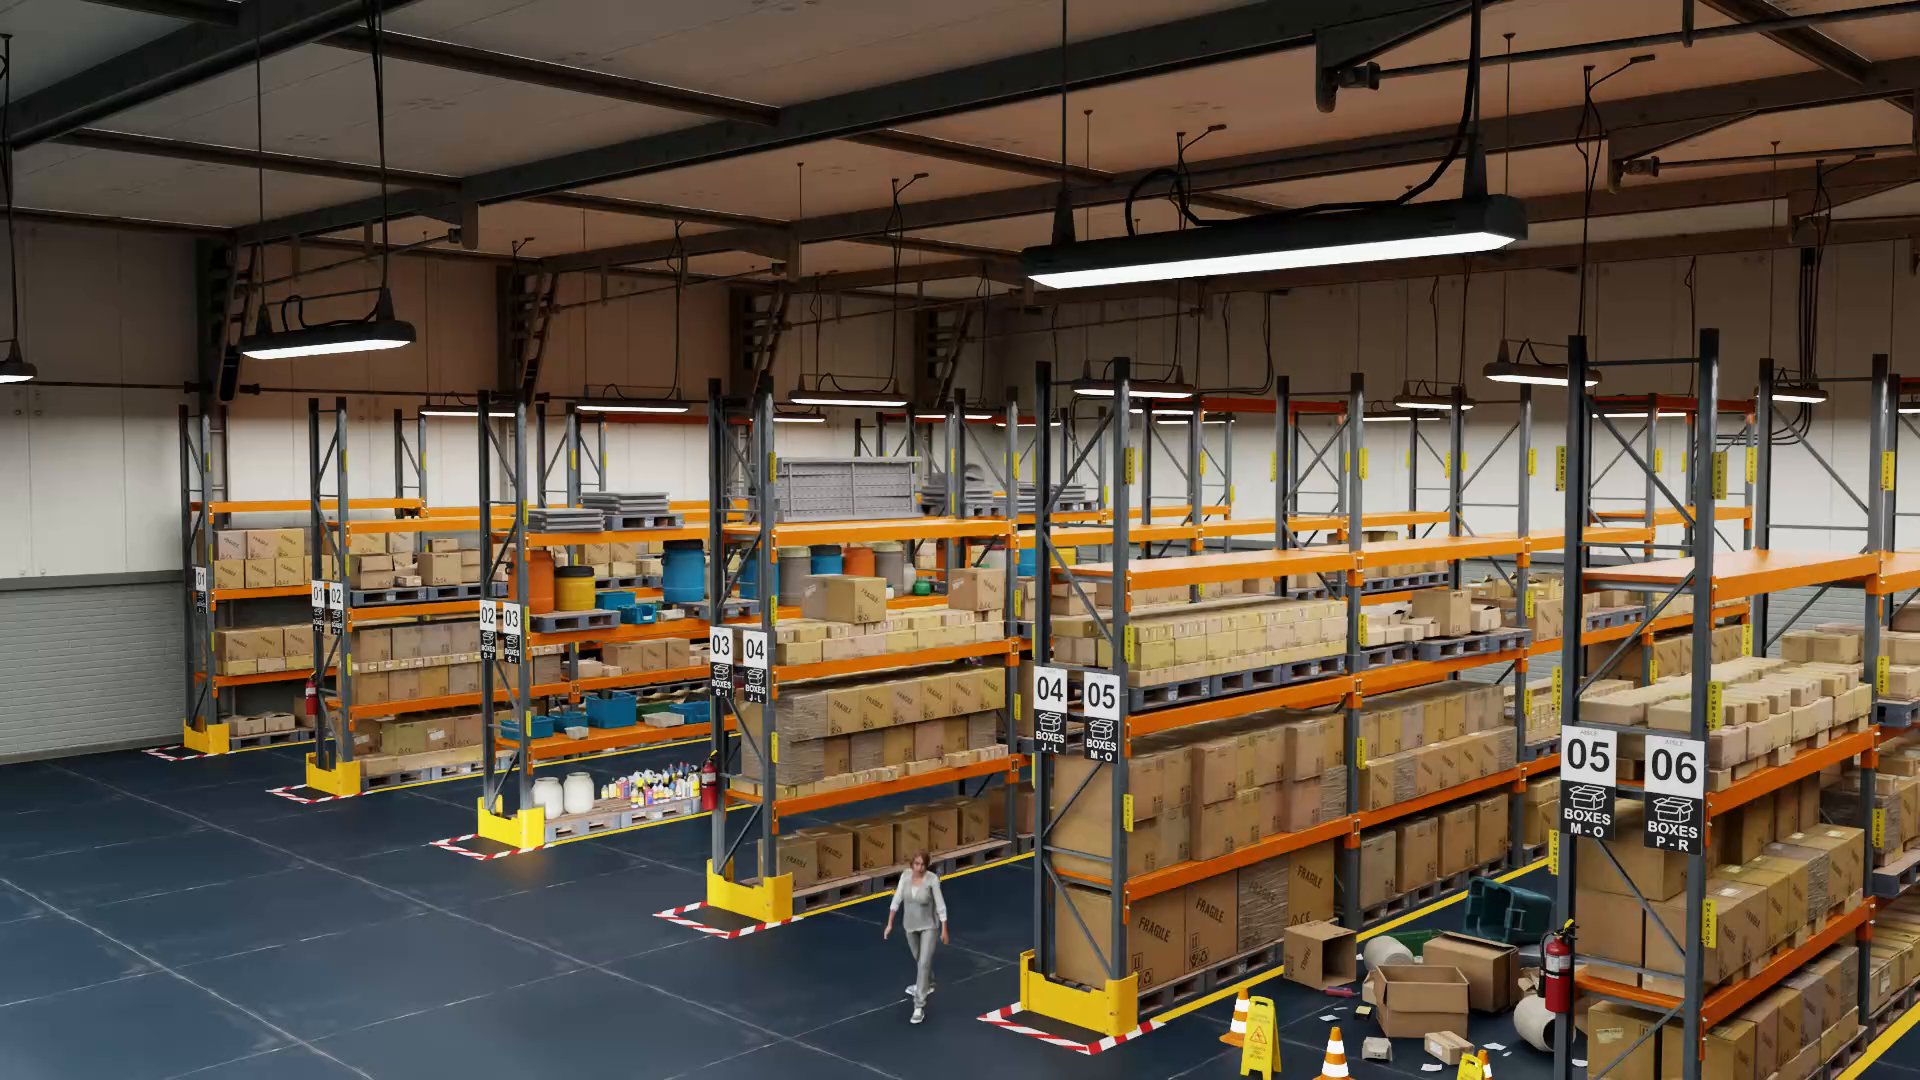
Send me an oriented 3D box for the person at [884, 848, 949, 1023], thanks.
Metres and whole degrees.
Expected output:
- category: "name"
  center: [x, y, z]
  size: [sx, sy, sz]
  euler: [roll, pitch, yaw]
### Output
- category: "person"
  center: [-0.381, 3.585, 15.371]
  size: [0.558, 1.524, 0.858]
  euler: [1, 3, 25]
